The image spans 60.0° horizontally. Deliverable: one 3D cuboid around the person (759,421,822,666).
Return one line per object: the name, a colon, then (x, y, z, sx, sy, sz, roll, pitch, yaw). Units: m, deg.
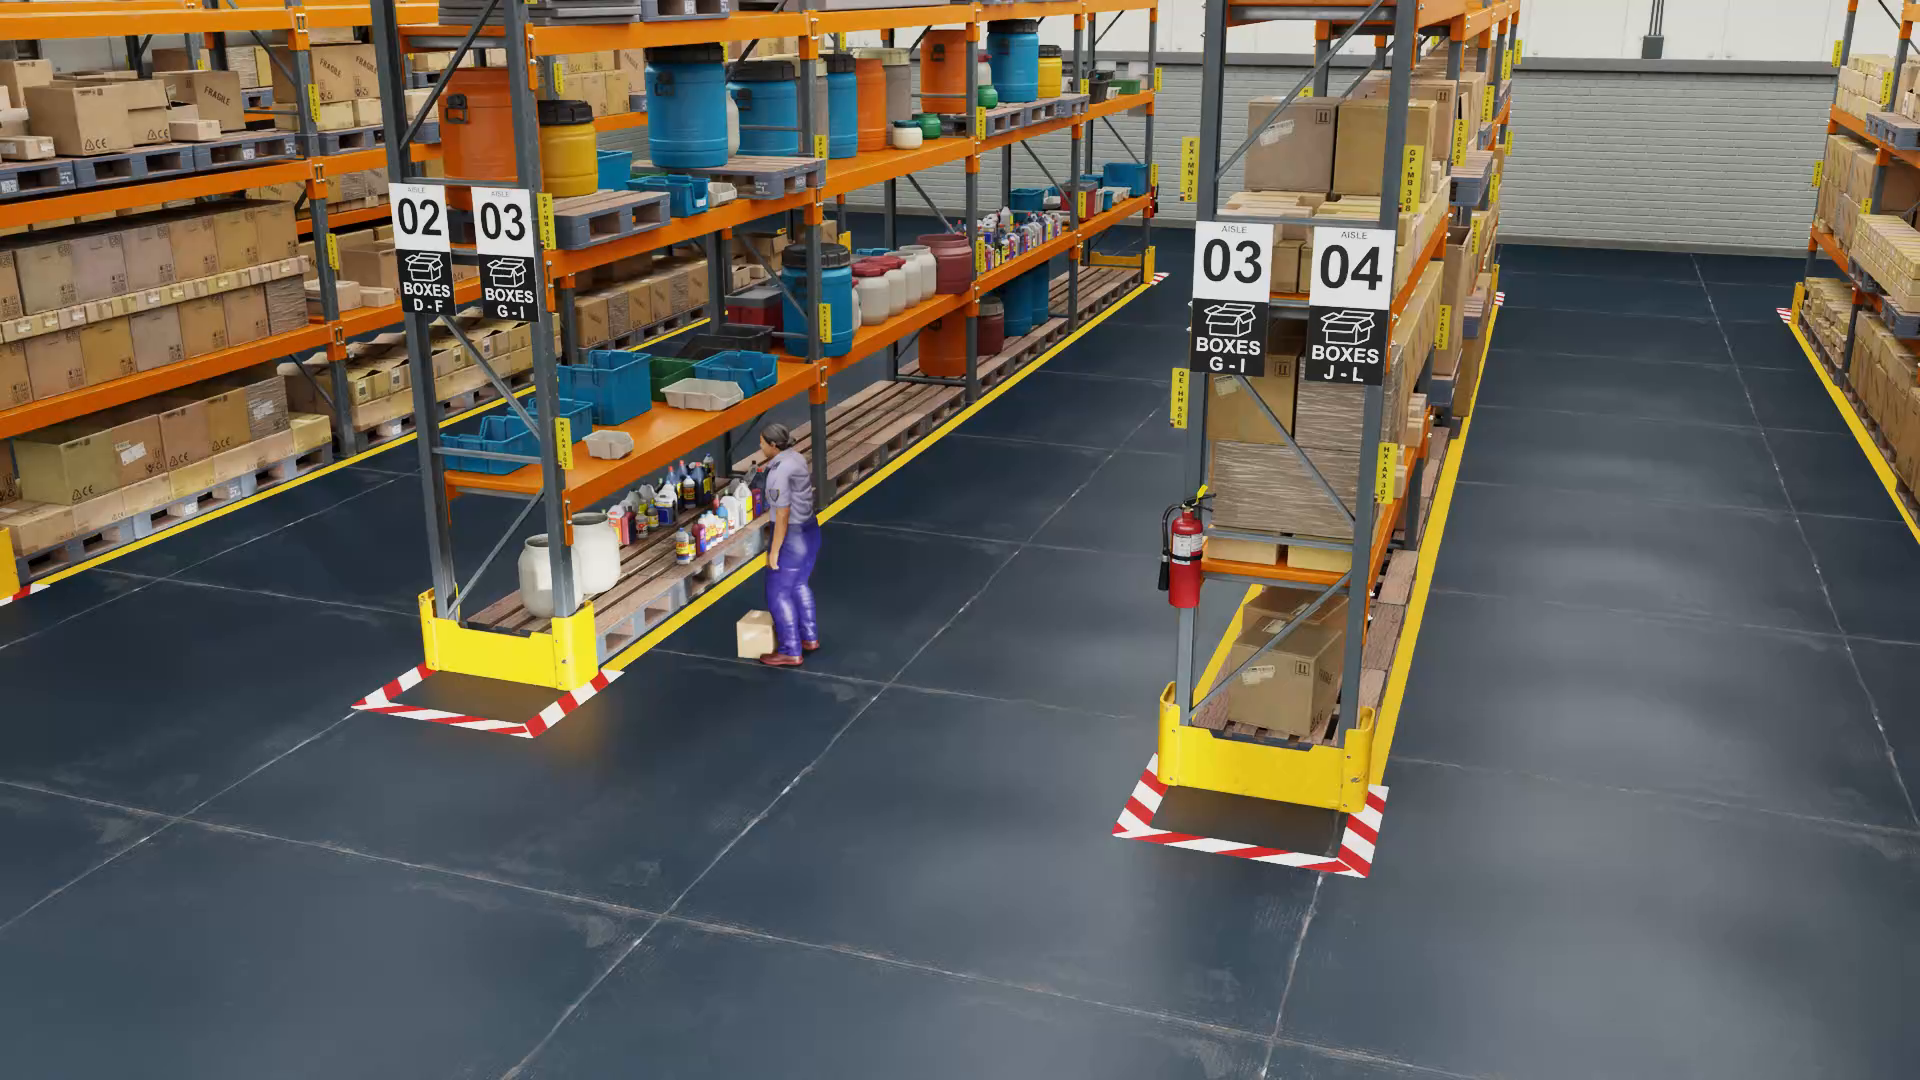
person: (-1.131, 0.007, 11.055, 0.374, 1.650, 0.553, 5, 20, 15)
